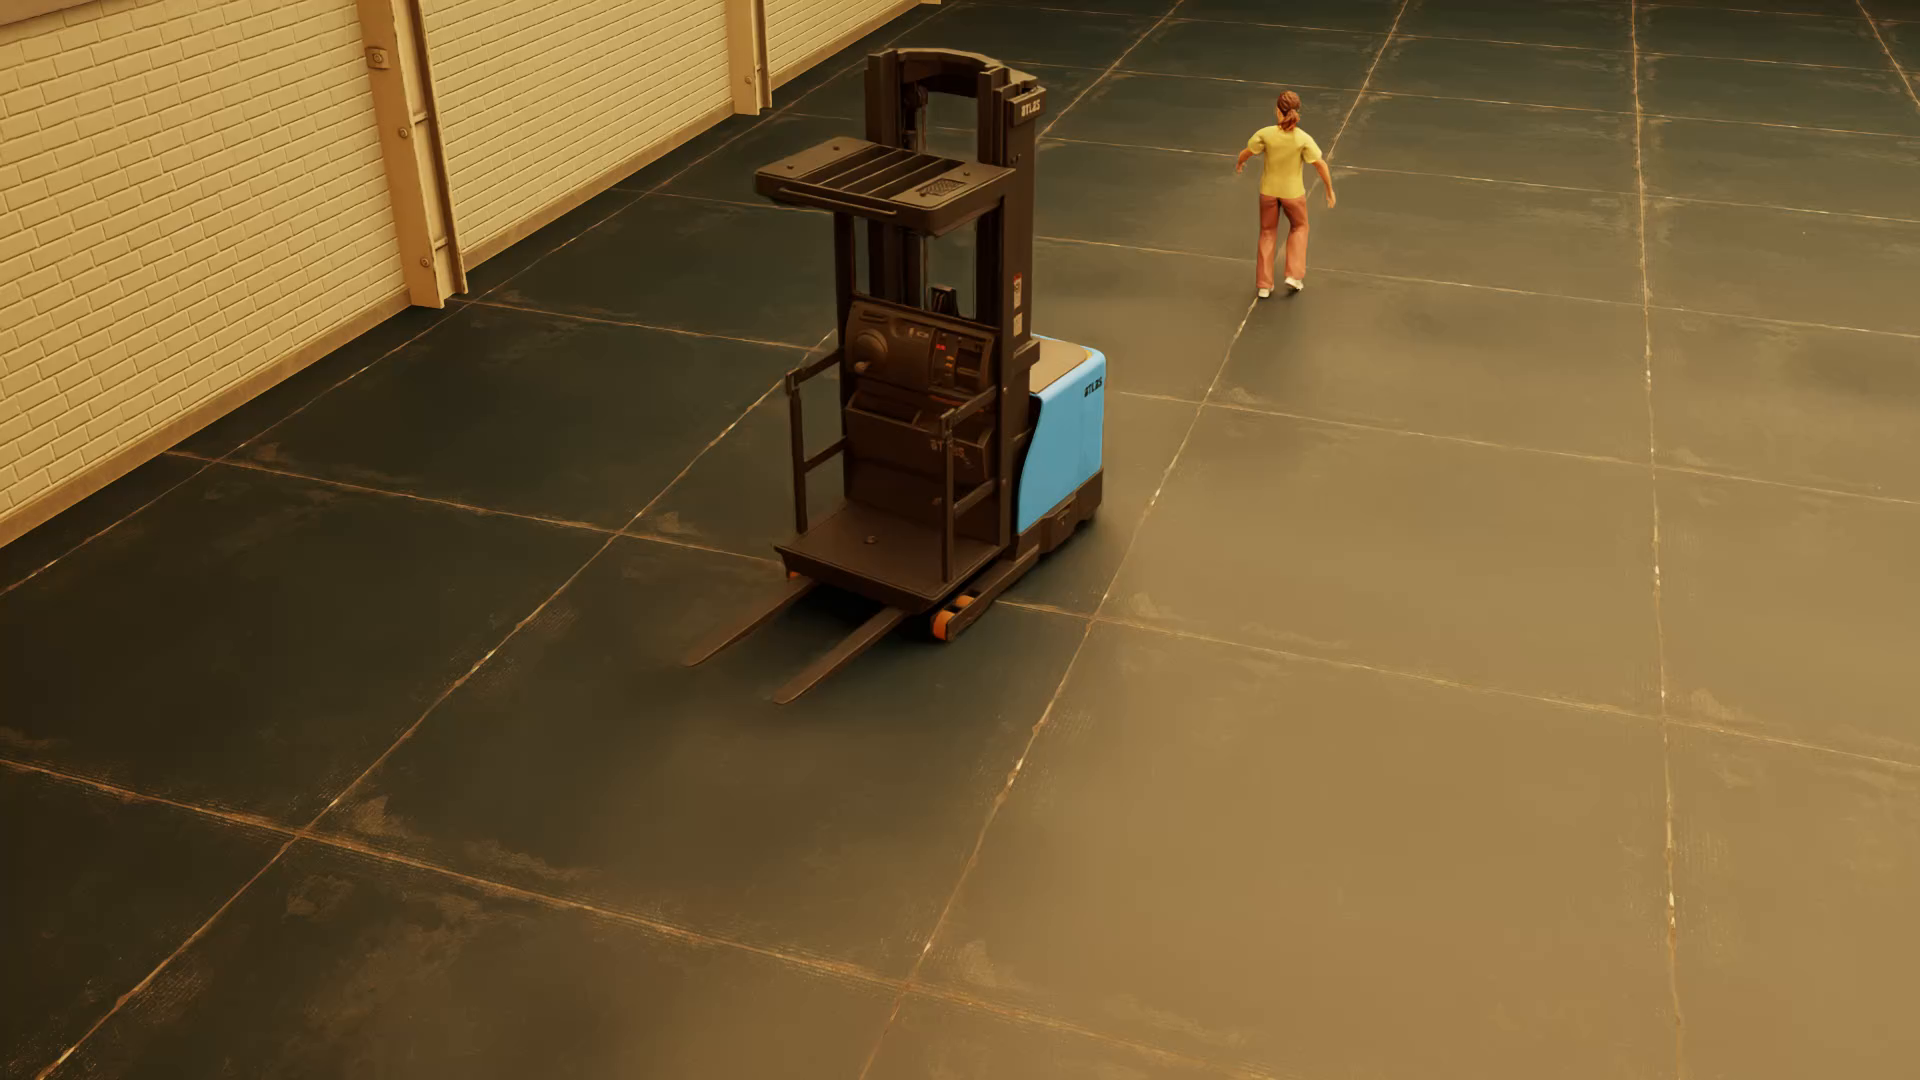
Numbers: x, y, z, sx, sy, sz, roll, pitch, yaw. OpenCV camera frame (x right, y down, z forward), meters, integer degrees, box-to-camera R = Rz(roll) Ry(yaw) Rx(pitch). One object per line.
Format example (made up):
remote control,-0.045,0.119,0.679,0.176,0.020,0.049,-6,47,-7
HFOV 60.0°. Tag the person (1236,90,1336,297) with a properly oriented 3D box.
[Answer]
person,2.578,-2.756,13.307,0.847,1.698,0.496,12,32,20

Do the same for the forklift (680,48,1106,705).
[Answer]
forklift,-0.339,-0.985,8.864,1.130,2.935,3.031,18,34,28
